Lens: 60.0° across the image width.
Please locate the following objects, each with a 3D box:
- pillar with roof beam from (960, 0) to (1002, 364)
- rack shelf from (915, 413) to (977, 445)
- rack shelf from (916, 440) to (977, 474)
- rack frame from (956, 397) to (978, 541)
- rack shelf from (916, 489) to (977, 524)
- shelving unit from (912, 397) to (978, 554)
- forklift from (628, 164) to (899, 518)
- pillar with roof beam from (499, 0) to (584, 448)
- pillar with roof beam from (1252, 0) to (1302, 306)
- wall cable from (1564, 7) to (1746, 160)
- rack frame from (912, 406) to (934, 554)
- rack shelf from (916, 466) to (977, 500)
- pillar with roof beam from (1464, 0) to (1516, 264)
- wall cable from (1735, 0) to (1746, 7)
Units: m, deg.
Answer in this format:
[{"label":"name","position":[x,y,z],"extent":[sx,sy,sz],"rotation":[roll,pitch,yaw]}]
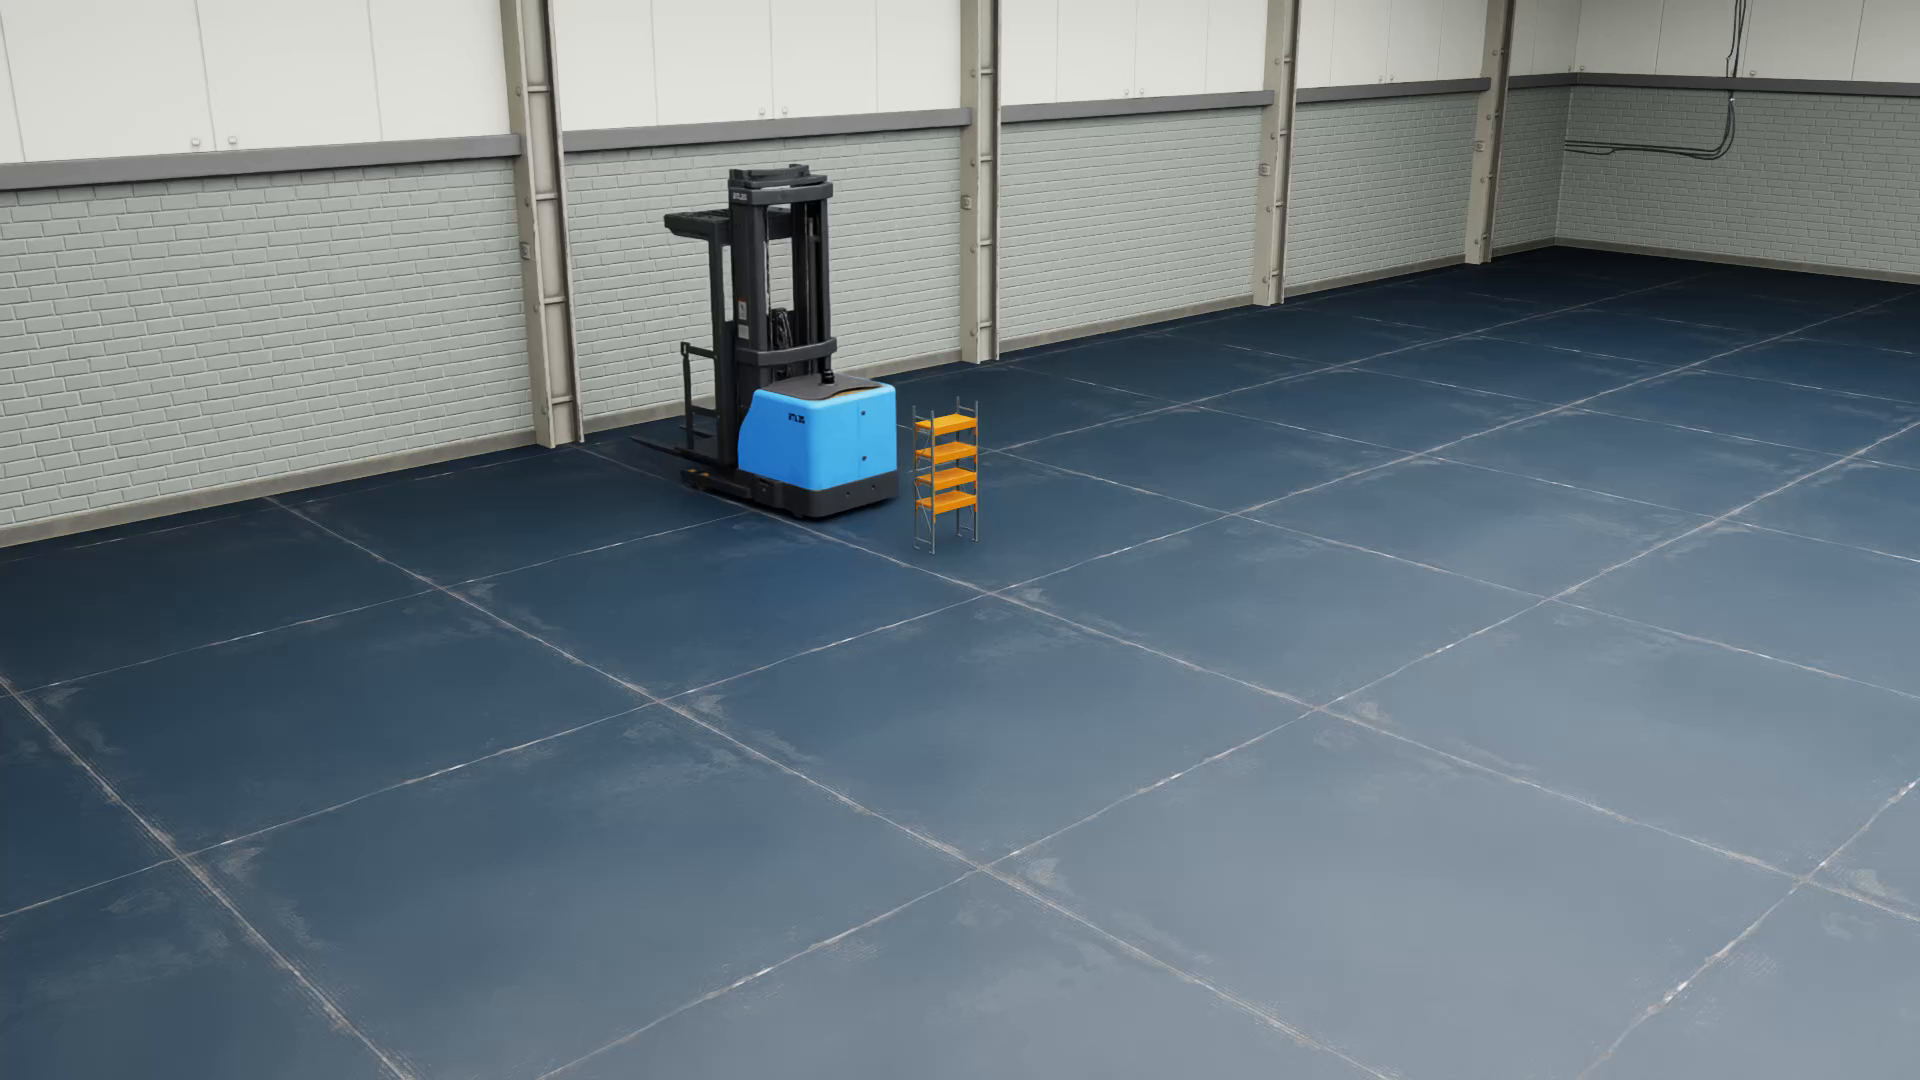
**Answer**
[{"label":"pillar with roof beam","position":[3.208,-5.592,16.643],"extent":[0.400,9.000,9.100],"rotation":[-16,24,-41]},{"label":"rack shelf","position":[-0.120,-0.909,13.570],"extent":[0.480,0.148,0.258],"rotation":[-16,24,-41]},{"label":"rack shelf","position":[-0.120,-0.684,13.643],"extent":[0.480,0.148,0.258],"rotation":[-16,24,-41]},{"label":"rack frame","position":[0.057,-0.587,13.851],"extent":[0.015,1.200,0.240],"rotation":[-16,24,-41]},{"label":"rack shelf","position":[-0.120,-0.283,13.773],"extent":[0.480,0.148,0.258],"rotation":[-16,24,-41]},{"label":"shelving unit","position":[-0.120,-0.536,13.691],"extent":[0.503,1.200,0.258],"rotation":[-16,24,-41]},{"label":"forklift","position":[-1.962,-1.950,15.247],"extent":[3.031,2.935,1.130],"rotation":[17,24,42]},{"label":"pillar with roof beam","position":[-1.152,-4.321,12.722],"extent":[0.400,9.000,9.100],"rotation":[-16,24,-41]},{"label":"pillar with roof beam","position":[7.567,-6.864,20.564],"extent":[0.400,9.000,9.100],"rotation":[-16,24,-41]},{"label":"wall cable","position":[12.018,-7.951,28.951],"extent":[0.112,2.526,3.097],"rotation":[-16,24,-41]},{"label":"rack frame","position":[-0.298,-0.484,13.532],"extent":[0.015,1.200,0.240],"rotation":[-16,24,-41]},{"label":"rack shelf","position":[-0.120,-0.472,13.712],"extent":[0.480,0.148,0.258],"rotation":[-16,24,-41]},{"label":"pillar with roof beam","position":[11.927,-8.135,24.486],"extent":[0.400,9.000,9.100],"rotation":[-16,24,-41]},{"label":"wall cable","position":[13.877,-9.747,26.303],"extent":[0.112,2.526,3.097],"rotation":[-16,24,-41]}]
